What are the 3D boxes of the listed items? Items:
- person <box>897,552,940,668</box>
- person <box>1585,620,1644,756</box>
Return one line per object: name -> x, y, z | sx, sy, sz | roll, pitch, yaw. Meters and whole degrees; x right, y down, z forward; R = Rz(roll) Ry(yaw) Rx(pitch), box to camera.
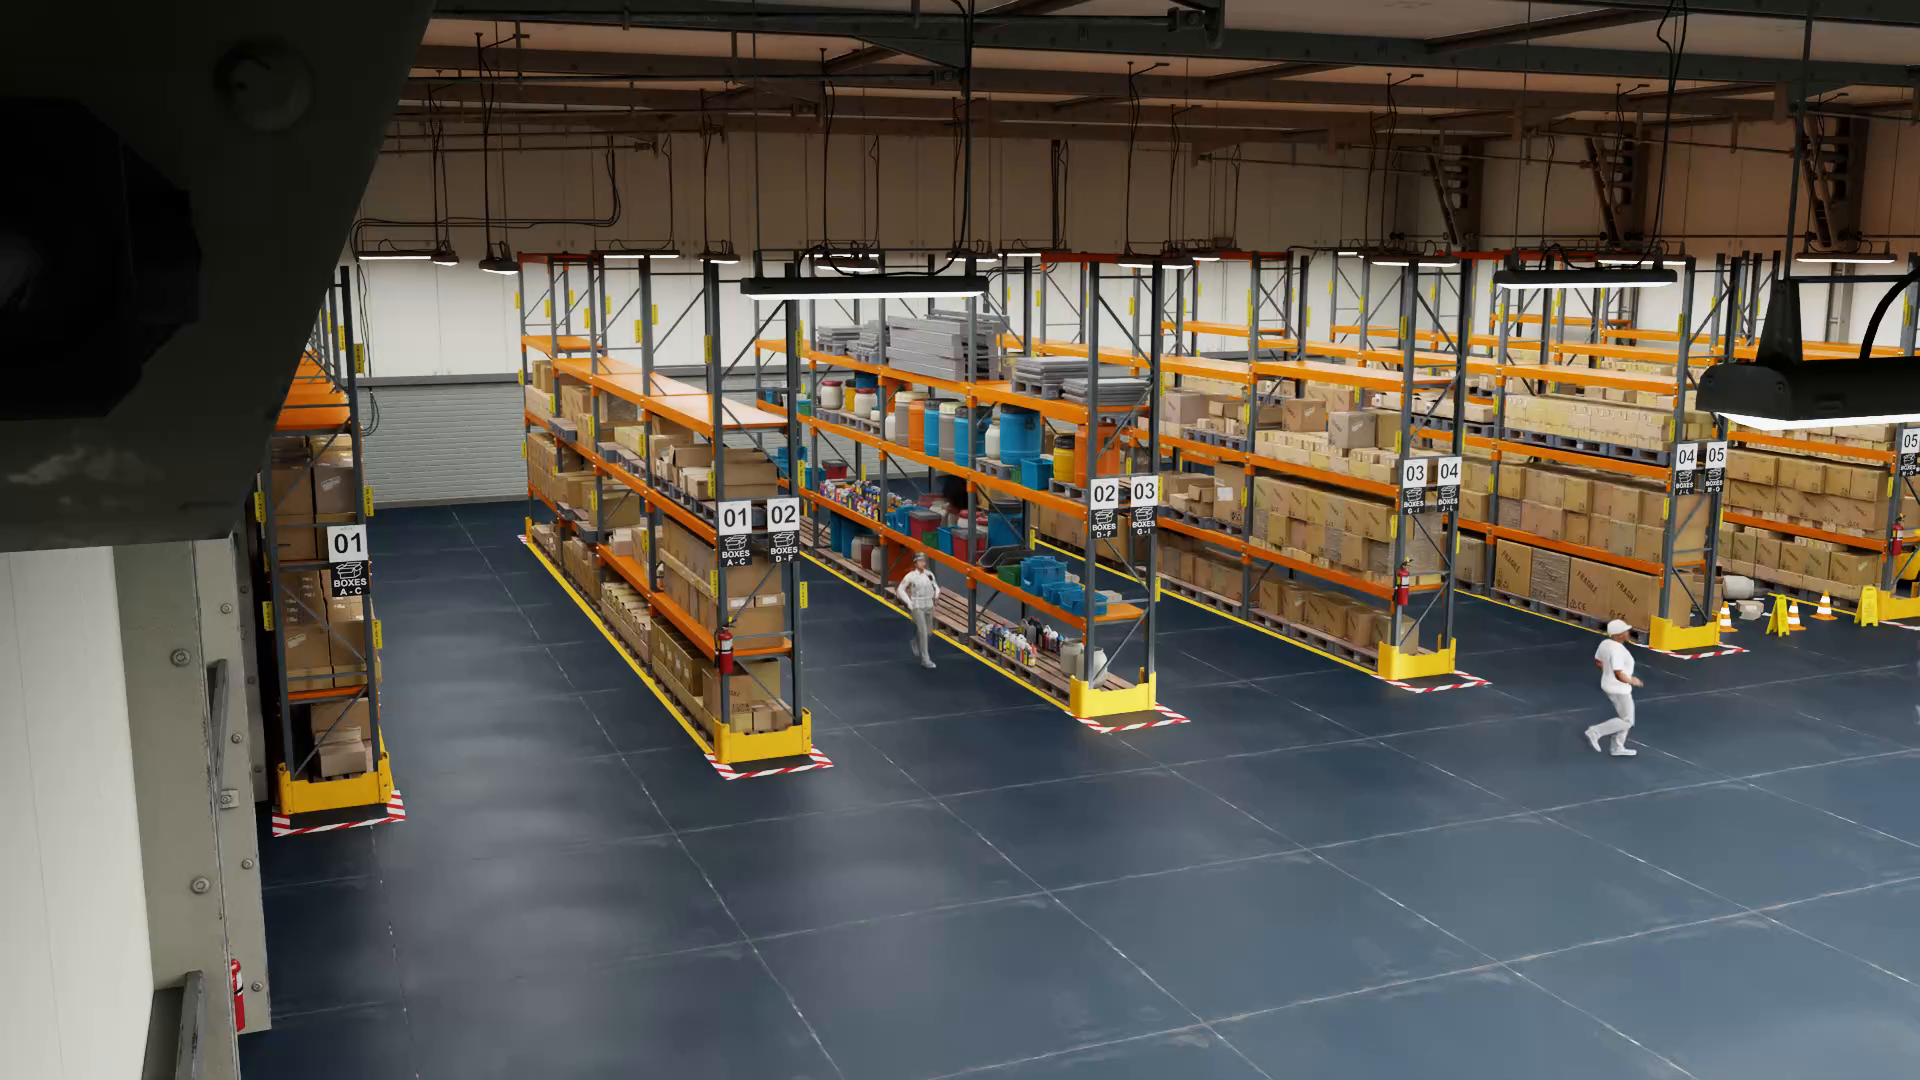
person -> -0.575, 0.989, 24.367 | 0.626, 1.664, 0.814 | -6, 12, -30
person -> 7.996, 1.814, 20.350 | 0.684, 1.720, 0.706 | 0, 10, 2
